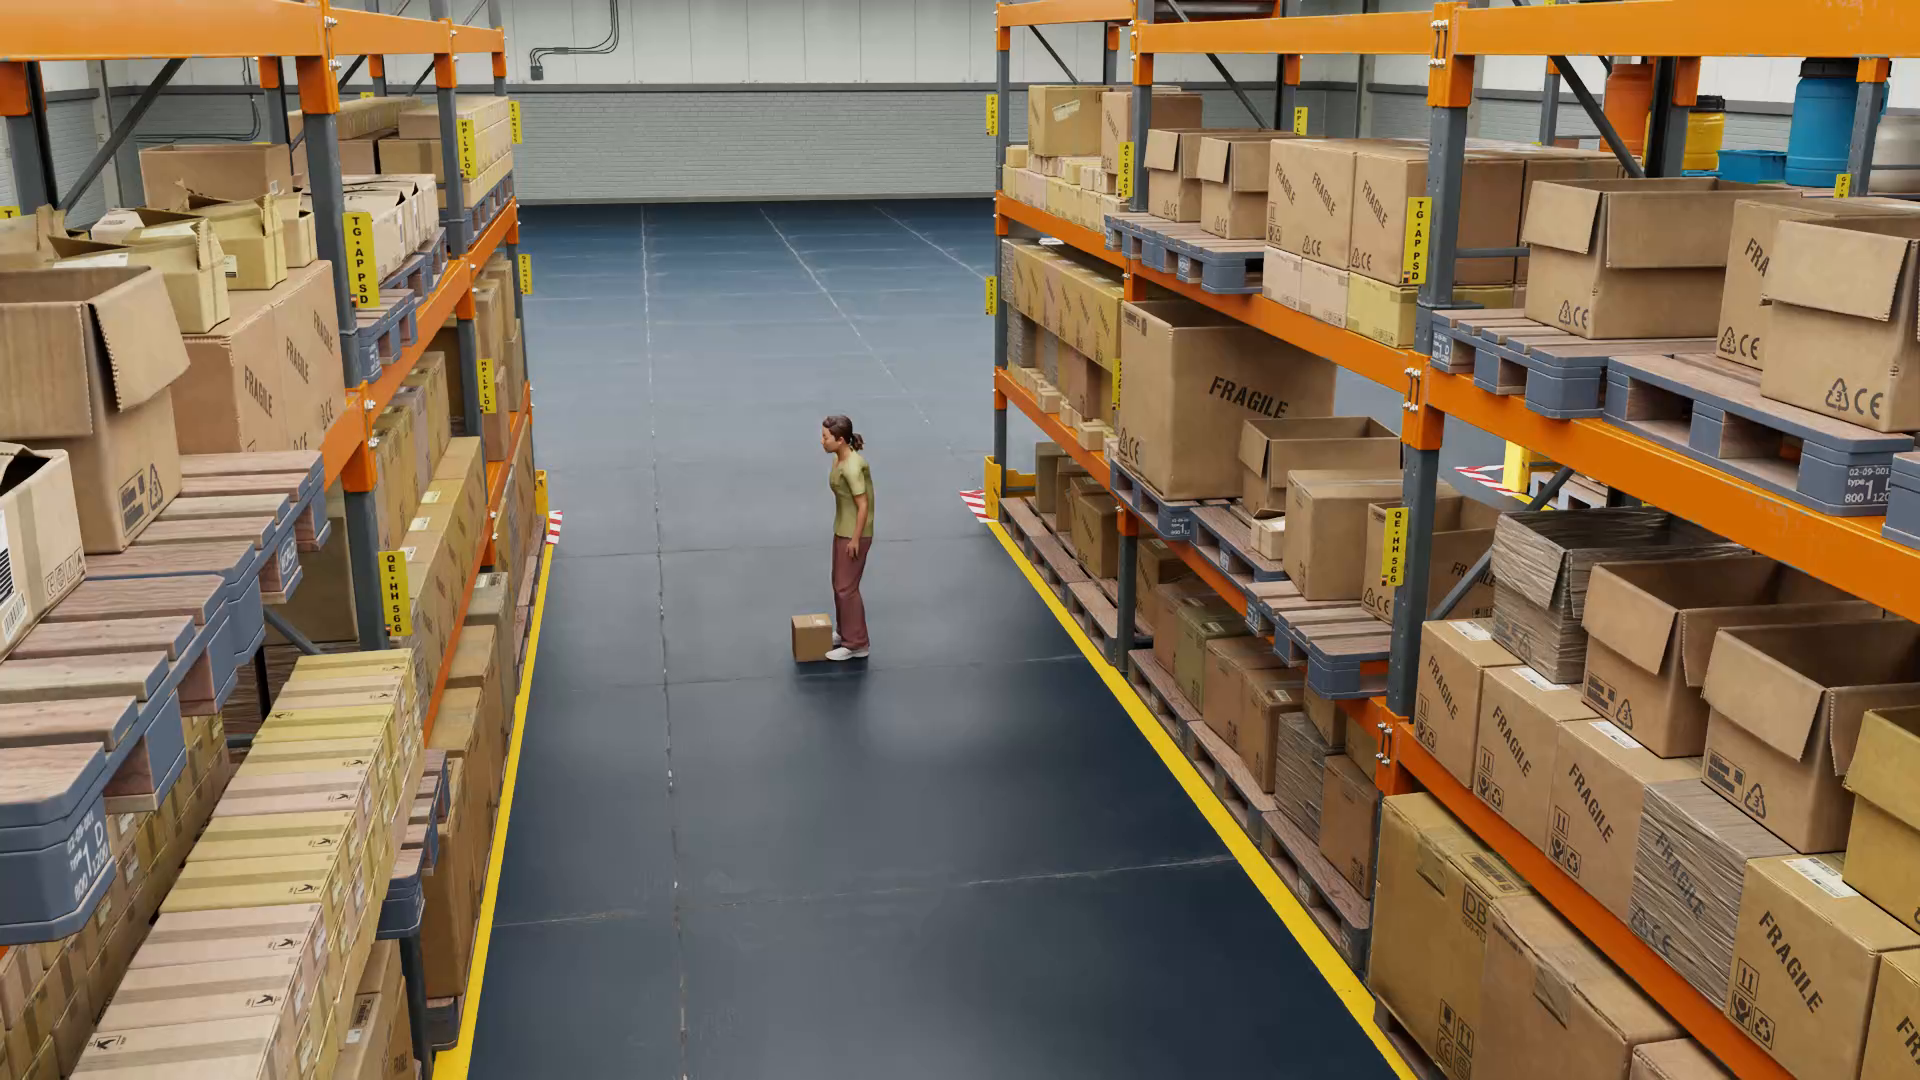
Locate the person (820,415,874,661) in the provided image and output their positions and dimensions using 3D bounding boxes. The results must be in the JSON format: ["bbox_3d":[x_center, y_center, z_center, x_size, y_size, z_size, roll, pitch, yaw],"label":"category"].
[{"bbox_3d":[-0.762,-0.031,11.148,0.366,1.671,0.519,-4,17,-14],"label":"person"}]
